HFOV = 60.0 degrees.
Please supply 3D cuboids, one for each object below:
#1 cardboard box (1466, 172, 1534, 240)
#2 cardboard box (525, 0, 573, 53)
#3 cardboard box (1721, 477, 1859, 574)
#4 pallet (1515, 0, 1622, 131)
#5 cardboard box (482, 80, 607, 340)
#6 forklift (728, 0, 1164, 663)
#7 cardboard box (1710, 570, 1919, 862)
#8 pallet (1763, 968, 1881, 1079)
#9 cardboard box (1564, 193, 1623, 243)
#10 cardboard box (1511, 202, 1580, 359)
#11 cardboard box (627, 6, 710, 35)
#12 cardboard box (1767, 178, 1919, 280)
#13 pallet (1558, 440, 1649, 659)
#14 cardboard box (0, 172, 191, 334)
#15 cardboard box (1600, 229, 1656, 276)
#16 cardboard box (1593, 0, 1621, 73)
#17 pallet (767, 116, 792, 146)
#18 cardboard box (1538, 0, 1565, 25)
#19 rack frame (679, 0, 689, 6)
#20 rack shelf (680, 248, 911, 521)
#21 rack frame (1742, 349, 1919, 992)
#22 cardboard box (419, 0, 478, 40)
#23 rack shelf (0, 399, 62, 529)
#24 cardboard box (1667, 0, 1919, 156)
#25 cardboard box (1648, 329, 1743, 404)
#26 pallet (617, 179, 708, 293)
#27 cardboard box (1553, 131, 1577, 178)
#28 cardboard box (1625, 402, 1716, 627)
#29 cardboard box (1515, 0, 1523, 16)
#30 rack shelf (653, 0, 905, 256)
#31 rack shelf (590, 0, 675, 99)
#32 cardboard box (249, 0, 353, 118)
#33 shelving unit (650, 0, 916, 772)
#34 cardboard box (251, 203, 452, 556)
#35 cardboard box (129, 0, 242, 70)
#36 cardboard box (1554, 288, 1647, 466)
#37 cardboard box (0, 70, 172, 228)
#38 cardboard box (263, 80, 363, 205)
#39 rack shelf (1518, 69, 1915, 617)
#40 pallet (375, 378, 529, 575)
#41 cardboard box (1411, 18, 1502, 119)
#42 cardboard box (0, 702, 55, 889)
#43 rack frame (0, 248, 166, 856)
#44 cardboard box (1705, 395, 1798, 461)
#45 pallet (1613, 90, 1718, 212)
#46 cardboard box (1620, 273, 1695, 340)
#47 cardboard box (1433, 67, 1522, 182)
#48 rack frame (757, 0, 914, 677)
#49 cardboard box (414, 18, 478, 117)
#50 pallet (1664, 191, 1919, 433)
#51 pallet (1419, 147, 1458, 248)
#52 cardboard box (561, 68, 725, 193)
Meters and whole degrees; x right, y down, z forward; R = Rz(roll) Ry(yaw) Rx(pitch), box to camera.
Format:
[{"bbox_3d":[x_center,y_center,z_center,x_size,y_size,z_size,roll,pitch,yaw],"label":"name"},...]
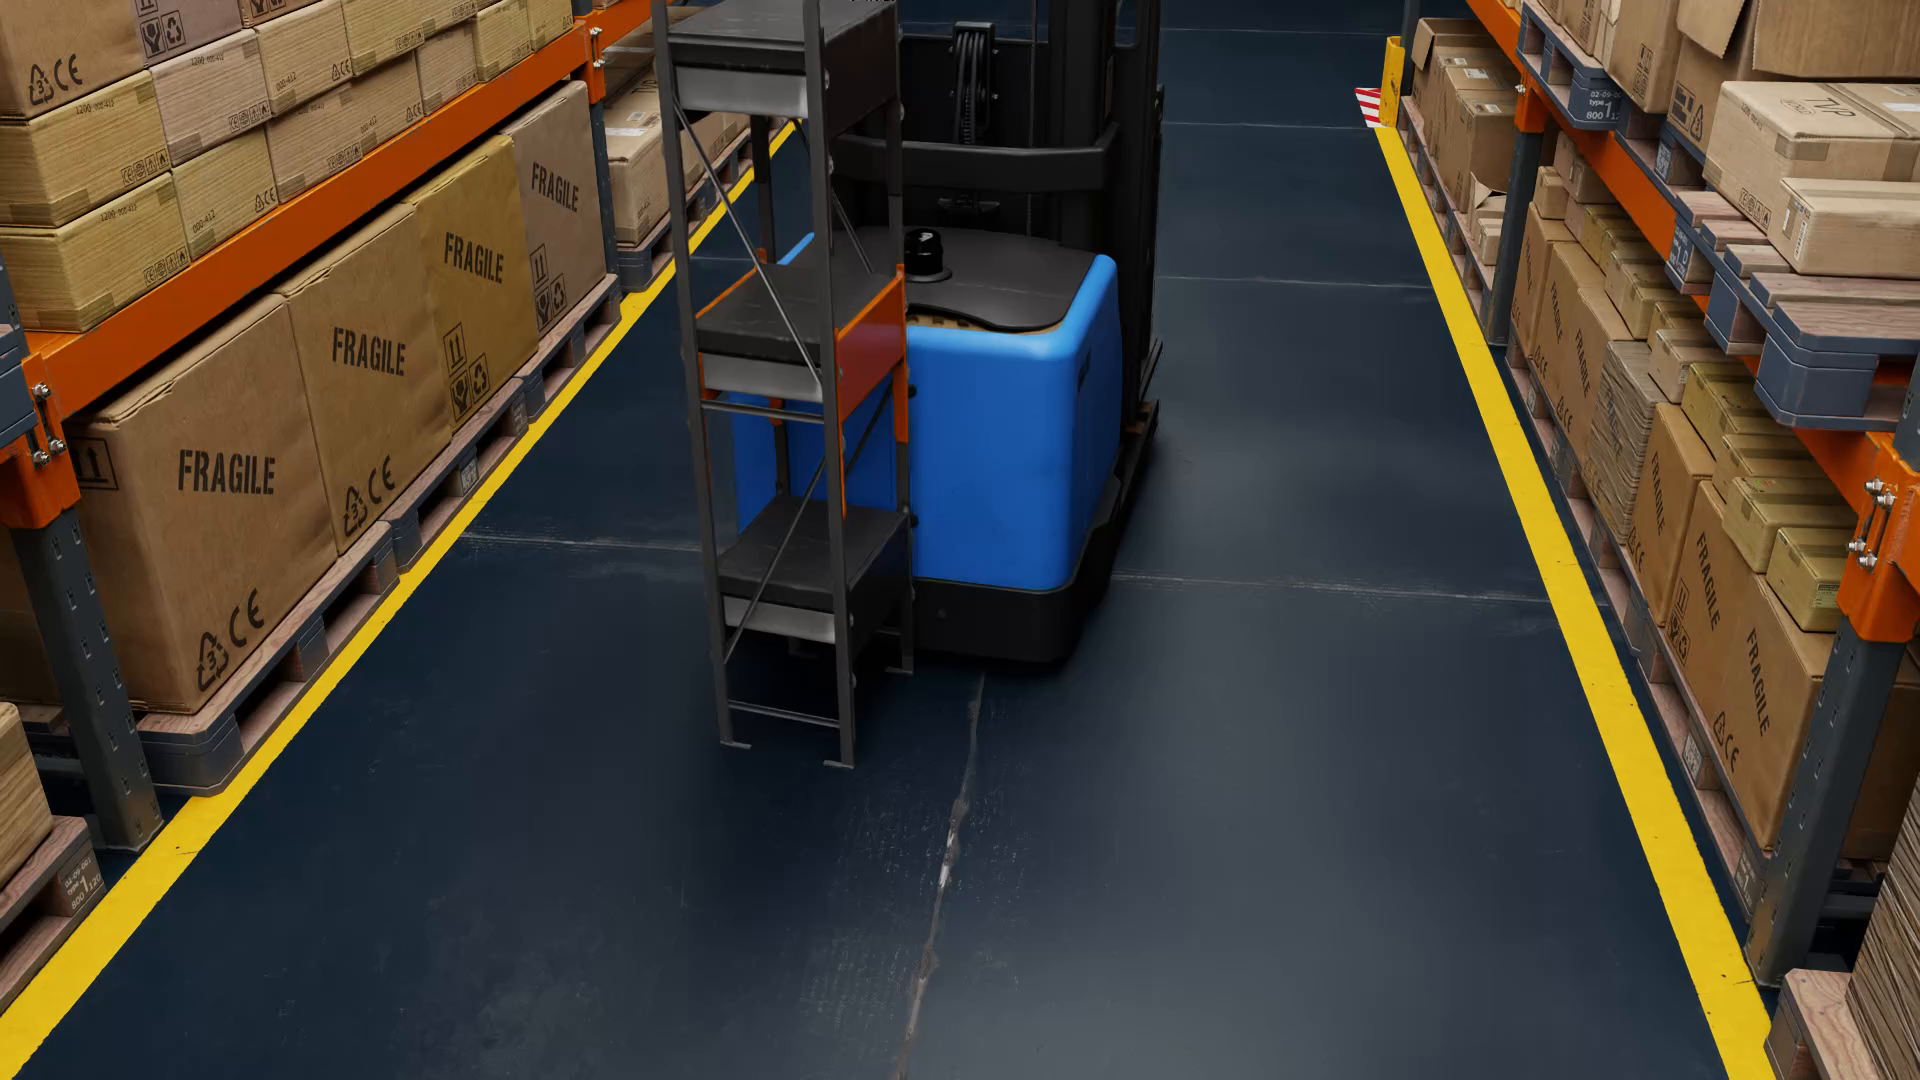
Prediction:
[{"bbox_3d":[2.650,-1.597,7.992,0.396,0.266,0.258,4,29,8],"label":"cardboard box"},{"bbox_3d":[-1.902,-2.163,6.761,0.500,0.250,0.500,3,28,5],"label":"cardboard box"},{"bbox_3d":[2.152,-0.033,4.158,0.380,0.149,0.250,2,28,4],"label":"cardboard box"},{"bbox_3d":[2.624,-1.714,5.972,1.003,0.211,1.213,3,28,6],"label":"pallet"},{"bbox_3d":[-2.093,-1.408,6.999,0.875,0.875,0.875,4,29,8],"label":"cardboard box"},{"bbox_3d":[0.154,-1.608,5.645,1.130,2.935,3.031,6,29,12],"label":"forklift"},{"bbox_3d":[2.178,0.418,4.004,0.500,0.500,0.500,4,29,8],"label":"cardboard box"},{"bbox_3d":[2.200,1.327,3.064,1.003,0.211,1.213,3,28,6],"label":"pallet"},{"bbox_3d":[2.565,-1.250,6.417,0.380,0.149,0.250,3,28,5],"label":"cardboard box"},{"bbox_3d":[2.547,-1.038,6.707,0.500,0.500,0.500,5,29,8],"label":"cardboard box"},{"bbox_3d":[-1.588,-3.079,10.560,0.875,0.438,0.875,2,28,4],"label":"cardboard box"},{"bbox_3d":[2.039,-0.691,3.693,0.380,0.149,0.250,4,29,7],"label":"cardboard box"},{"bbox_3d":[2.621,0.020,5.490,1.003,0.211,1.213,3,28,6],"label":"pallet"},{"bbox_3d":[-2.277,-0.722,4.086,0.500,0.250,0.500,3,28,5],"label":"cardboard box"},{"bbox_3d":[2.524,-0.999,5.951,0.380,0.149,0.250,3,28,5],"label":"cardboard box"},{"bbox_3d":[2.279,-1.663,5.372,0.396,0.266,0.258,5,29,9],"label":"cardboard box"},{"bbox_3d":[-1.627,-2.730,10.594,1.003,0.211,1.213,3,28,6],"label":"pallet"},{"bbox_3d":[2.549,-2.183,6.091,0.700,0.500,0.500,4,29,7],"label":"cardboard box"},{"bbox_3d":[-1.607,-4.338,10.640,1.000,3.000,0.127,3,28,6],"label":"rack frame"},{"bbox_3d":[-0.412,-0.414,4.324,0.431,0.518,0.480,9,31,16],"label":"rack shelf"},{"bbox_3d":[2.340,-0.286,3.118,1.000,3.000,0.127,3,28,6],"label":"rack frame"},{"bbox_3d":[-2.021,-1.908,5.760,0.500,0.250,0.500,4,29,7],"label":"cardboard box"},{"bbox_3d":[-2.832,0.686,2.073,1.077,0.370,4.000,3,28,6],"label":"rack shelf"},{"bbox_3d":[2.356,-1.295,4.440,0.797,0.503,0.637,3,28,5],"label":"cardboard box"},{"bbox_3d":[2.339,-0.525,5.071,0.380,0.149,0.250,2,28,4],"label":"cardboard box"},{"bbox_3d":[-1.926,-1.581,8.462,1.003,0.211,1.213,3,28,6],"label":"pallet"},{"bbox_3d":[2.582,-1.513,6.590,0.380,0.149,0.250,3,28,5],"label":"cardboard box"},{"bbox_3d":[2.311,-0.063,4.897,0.500,0.500,0.500,5,29,8],"label":"cardboard box"},{"bbox_3d":[2.629,-2.347,7.208,0.380,0.149,0.250,4,29,8],"label":"cardboard box"},{"bbox_3d":[-0.417,-1.025,3.982,0.431,0.518,0.480,9,31,16],"label":"rack shelf"},{"bbox_3d":[-1.852,-3.080,9.063,1.077,0.370,4.000,3,28,6],"label":"rack shelf"},{"bbox_3d":[-2.142,-1.428,4.868,0.500,0.250,0.500,3,28,6],"label":"cardboard box"},{"bbox_3d":[-0.412,-0.426,4.317,0.431,2.100,0.503,9,31,16],"label":"shelving unit"},{"bbox_3d":[-2.306,-0.562,5.428,0.875,0.875,0.875,4,29,7],"label":"cardboard box"},{"bbox_3d":[-2.233,-1.509,4.228,0.500,0.500,0.500,3,29,6],"label":"cardboard box"},{"bbox_3d":[2.426,-0.552,5.806,0.500,0.500,0.500,3,28,5],"label":"cardboard box"},{"bbox_3d":[-2.280,-0.951,3.983,0.500,0.250,0.500,3,28,6],"label":"cardboard box"},{"bbox_3d":[-2.162,-1.211,4.994,0.500,0.250,0.500,4,29,8],"label":"cardboard box"},{"bbox_3d":[2.585,-0.910,5.036,1.077,0.370,4.000,3,28,6],"label":"rack shelf"},{"bbox_3d":[-2.264,-0.284,6.055,1.003,0.211,1.213,3,28,6],"label":"pallet"},{"bbox_3d":[3.151,-2.855,10.076,0.797,0.503,0.637,2,28,4],"label":"cardboard box"},{"bbox_3d":[-2.666,0.665,3.681,0.950,0.372,0.625,1,28,3],"label":"cardboard box"},{"bbox_3d":[-2.587,-0.572,3.650,1.000,3.000,0.127,3,28,6],"label":"rack frame"},{"bbox_3d":[2.305,-0.276,4.609,0.380,0.149,0.250,4,29,8],"label":"cardboard box"},{"bbox_3d":[2.573,-1.117,4.863,1.003,0.211,1.213,3,28,6],"label":"pallet"},{"bbox_3d":[2.424,-0.767,5.520,0.380,0.149,0.250,4,29,8],"label":"cardboard box"},{"bbox_3d":[2.844,-2.210,8.883,0.500,0.500,0.500,4,29,7],"label":"cardboard box"},{"bbox_3d":[-0.336,-0.540,4.519,0.400,2.100,0.015,9,31,16],"label":"rack frame"},{"bbox_3d":[-2.046,-1.687,5.878,0.500,0.250,0.500,3,28,5],"label":"cardboard box"},{"bbox_3d":[2.353,-0.524,3.763,1.213,0.211,1.003,3,28,6],"label":"pallet"},{"bbox_3d":[3.062,-1.840,8.943,1.003,0.211,1.213,3,28,6],"label":"pallet"},{"bbox_3d":[-1.804,-2.223,8.972,0.875,0.438,0.875,3,28,5],"label":"cardboard box"}]
